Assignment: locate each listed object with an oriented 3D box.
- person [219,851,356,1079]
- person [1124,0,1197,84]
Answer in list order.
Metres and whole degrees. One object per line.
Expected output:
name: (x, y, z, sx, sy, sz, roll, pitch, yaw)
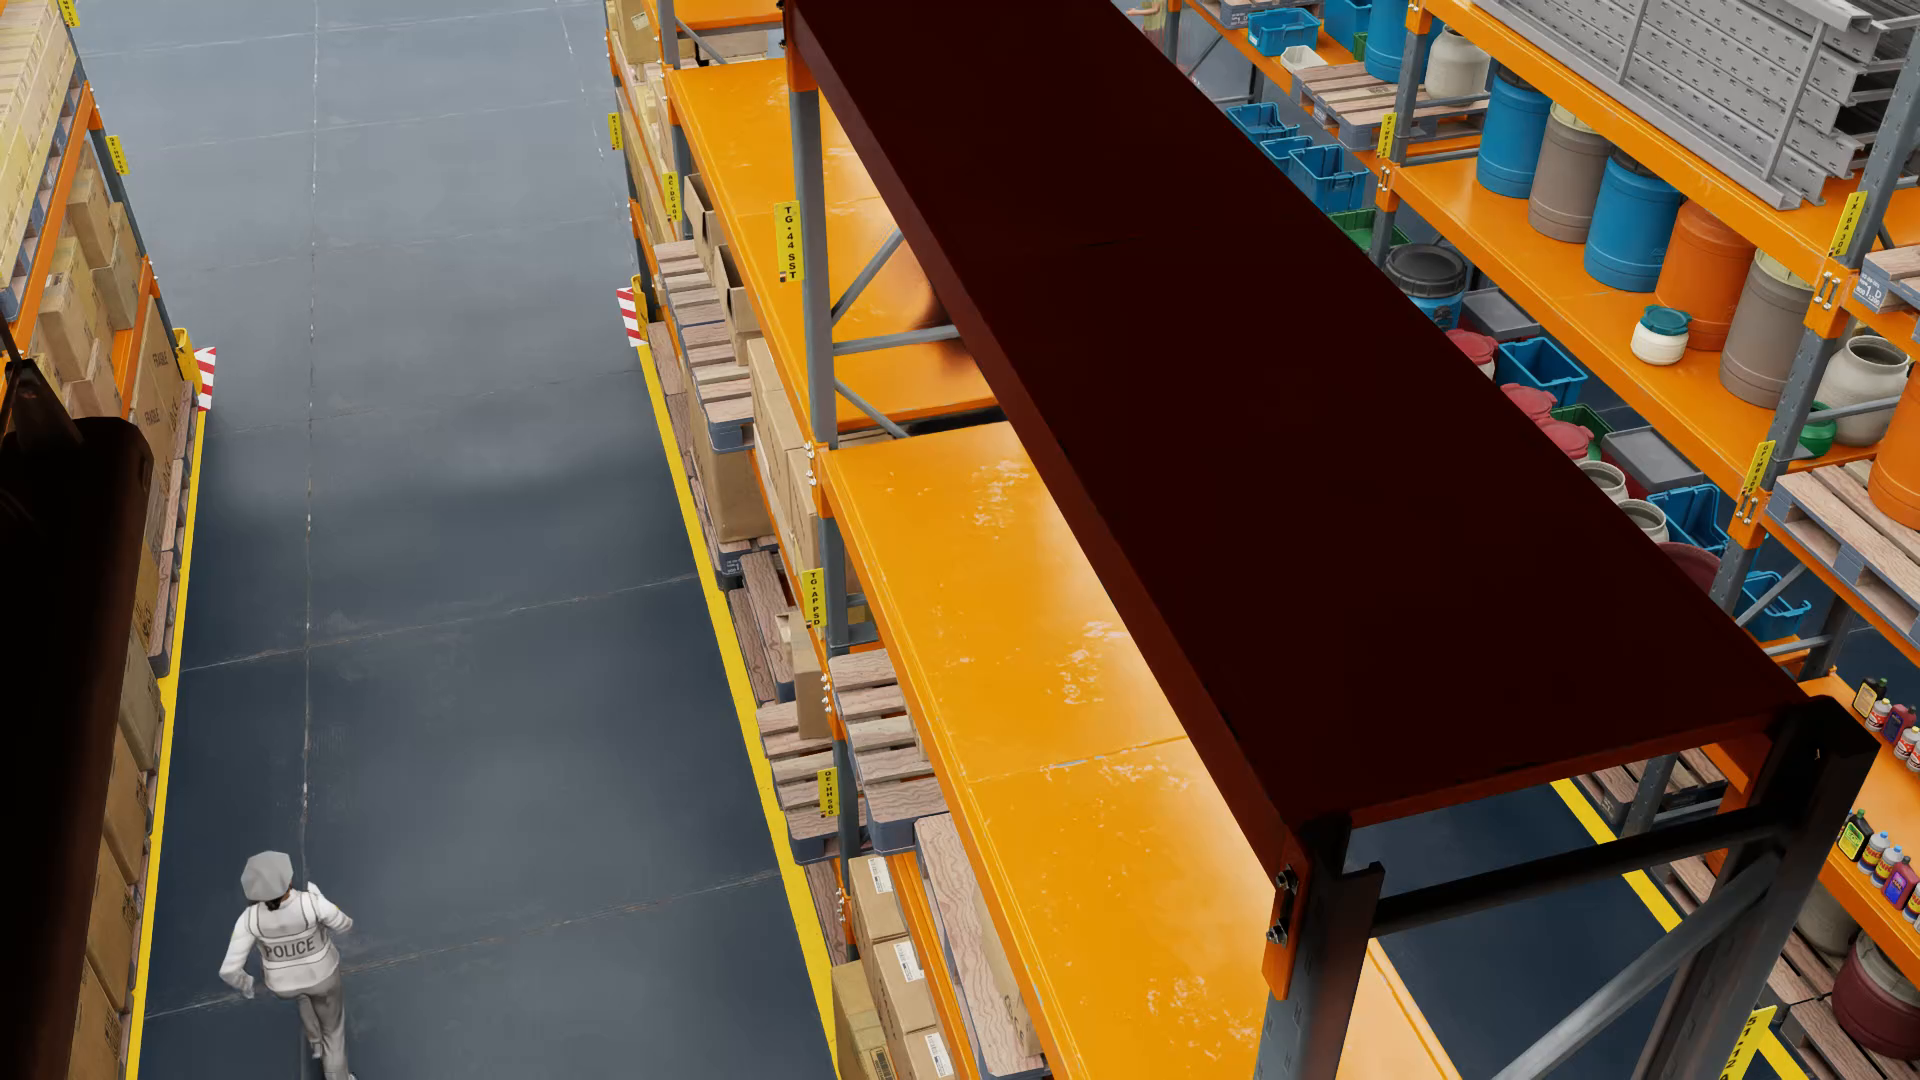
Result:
person: (-3.410, 2.250, 8.635, 0.592, 1.719, 0.786, -7, 39, -9)
person: (2.250, -5.798, 18.807, 0.951, 1.666, 0.551, 5, 39, 6)
